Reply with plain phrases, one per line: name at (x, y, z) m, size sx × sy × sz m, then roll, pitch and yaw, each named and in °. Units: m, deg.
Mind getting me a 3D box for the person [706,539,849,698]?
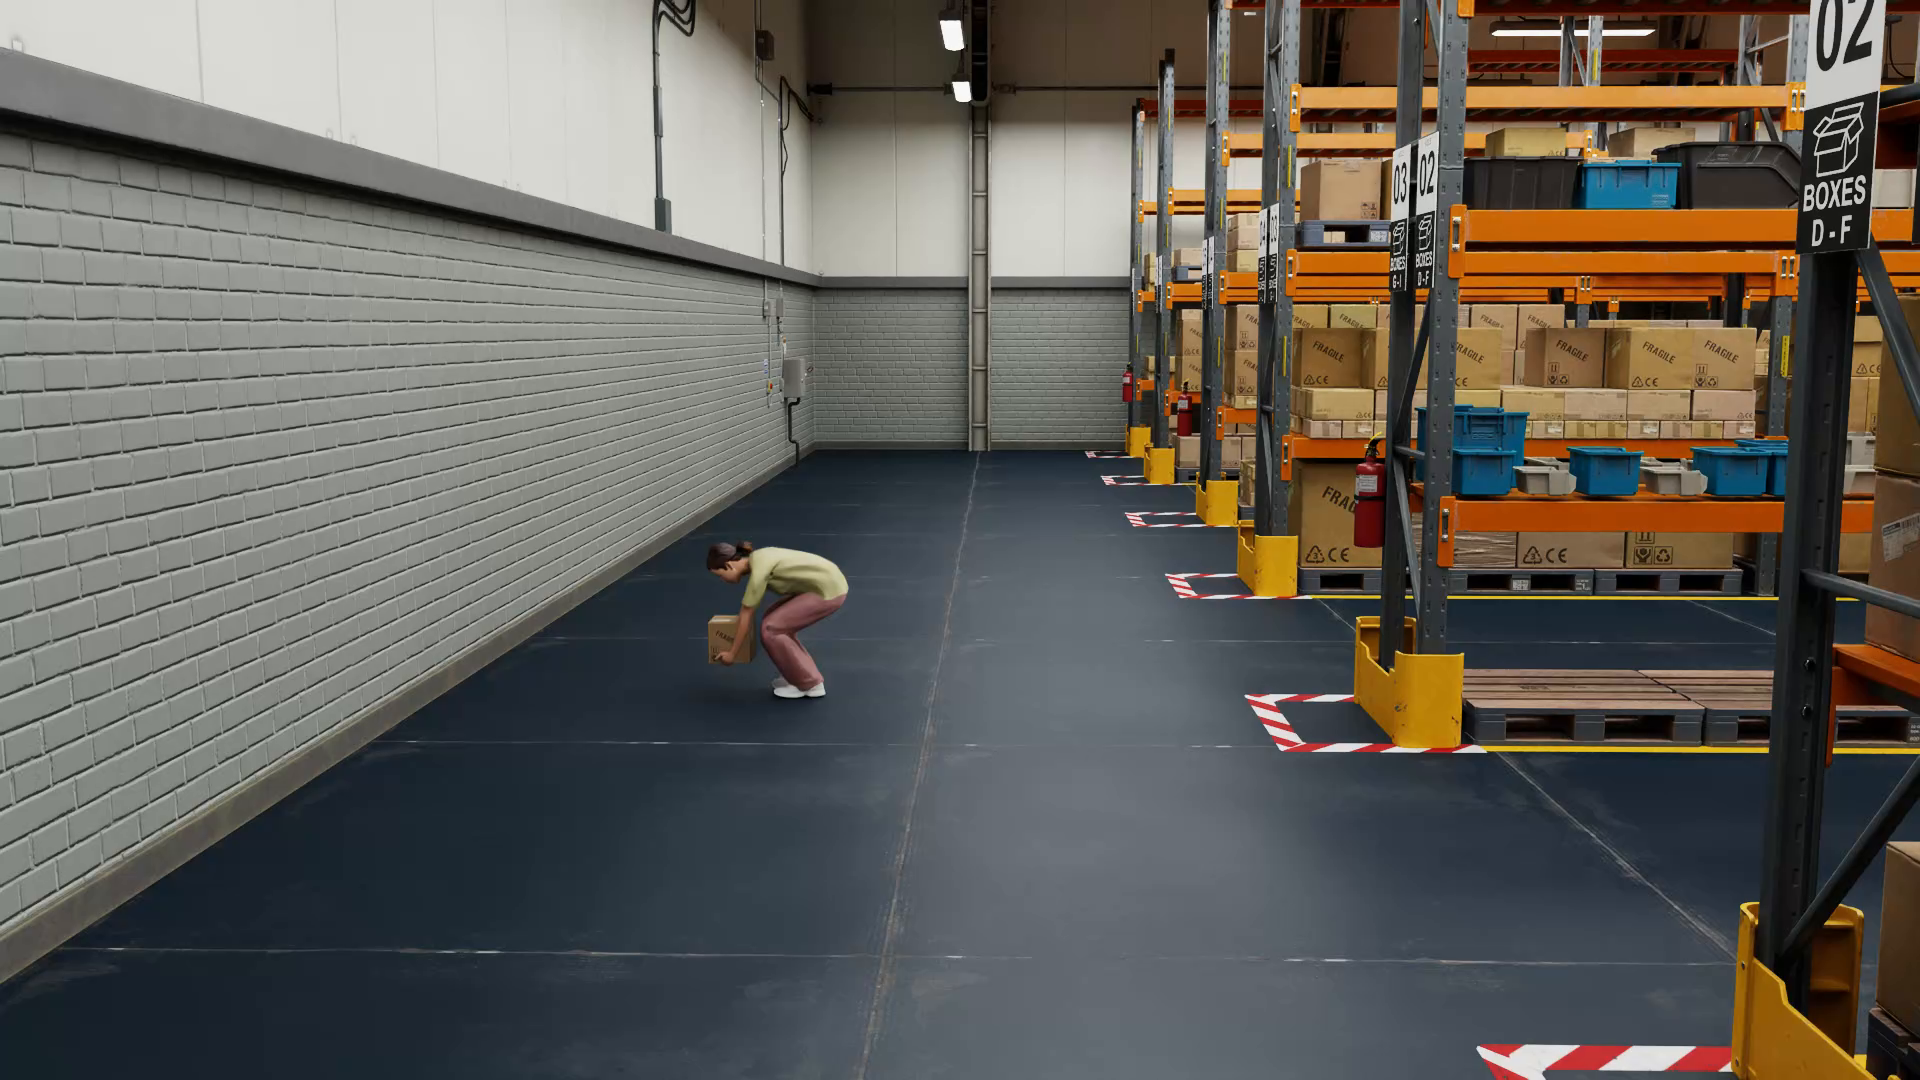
person at (-1.100, 0.461, 10.042) m, size 0.852 × 0.950 × 0.469 m, roll 0°, pitch 7°, yaw -1°
